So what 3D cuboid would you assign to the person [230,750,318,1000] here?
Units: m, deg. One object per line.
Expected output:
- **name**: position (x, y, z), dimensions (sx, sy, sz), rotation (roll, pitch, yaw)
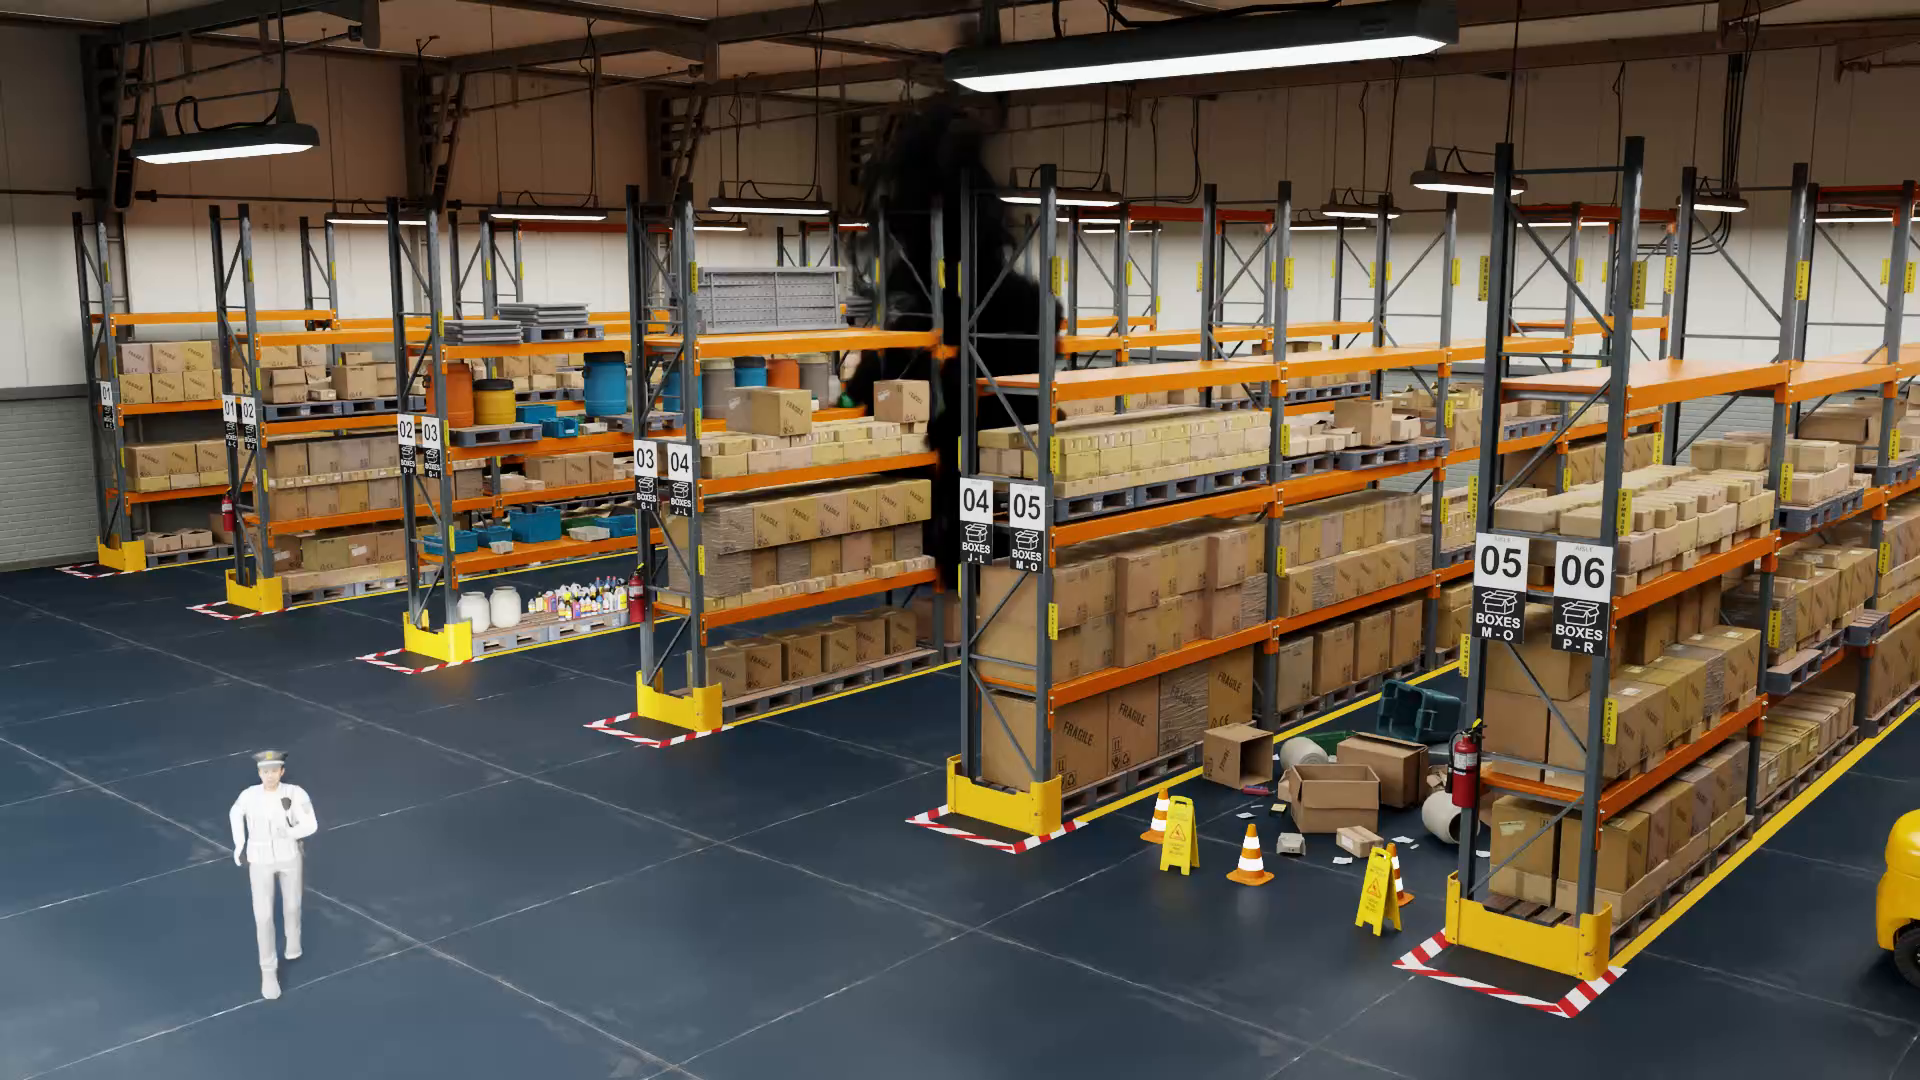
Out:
- **person**: position (-4.950, 2.347, 12.044), dimensions (0.587, 1.742, 0.801), rotation (-4, 10, -21)
